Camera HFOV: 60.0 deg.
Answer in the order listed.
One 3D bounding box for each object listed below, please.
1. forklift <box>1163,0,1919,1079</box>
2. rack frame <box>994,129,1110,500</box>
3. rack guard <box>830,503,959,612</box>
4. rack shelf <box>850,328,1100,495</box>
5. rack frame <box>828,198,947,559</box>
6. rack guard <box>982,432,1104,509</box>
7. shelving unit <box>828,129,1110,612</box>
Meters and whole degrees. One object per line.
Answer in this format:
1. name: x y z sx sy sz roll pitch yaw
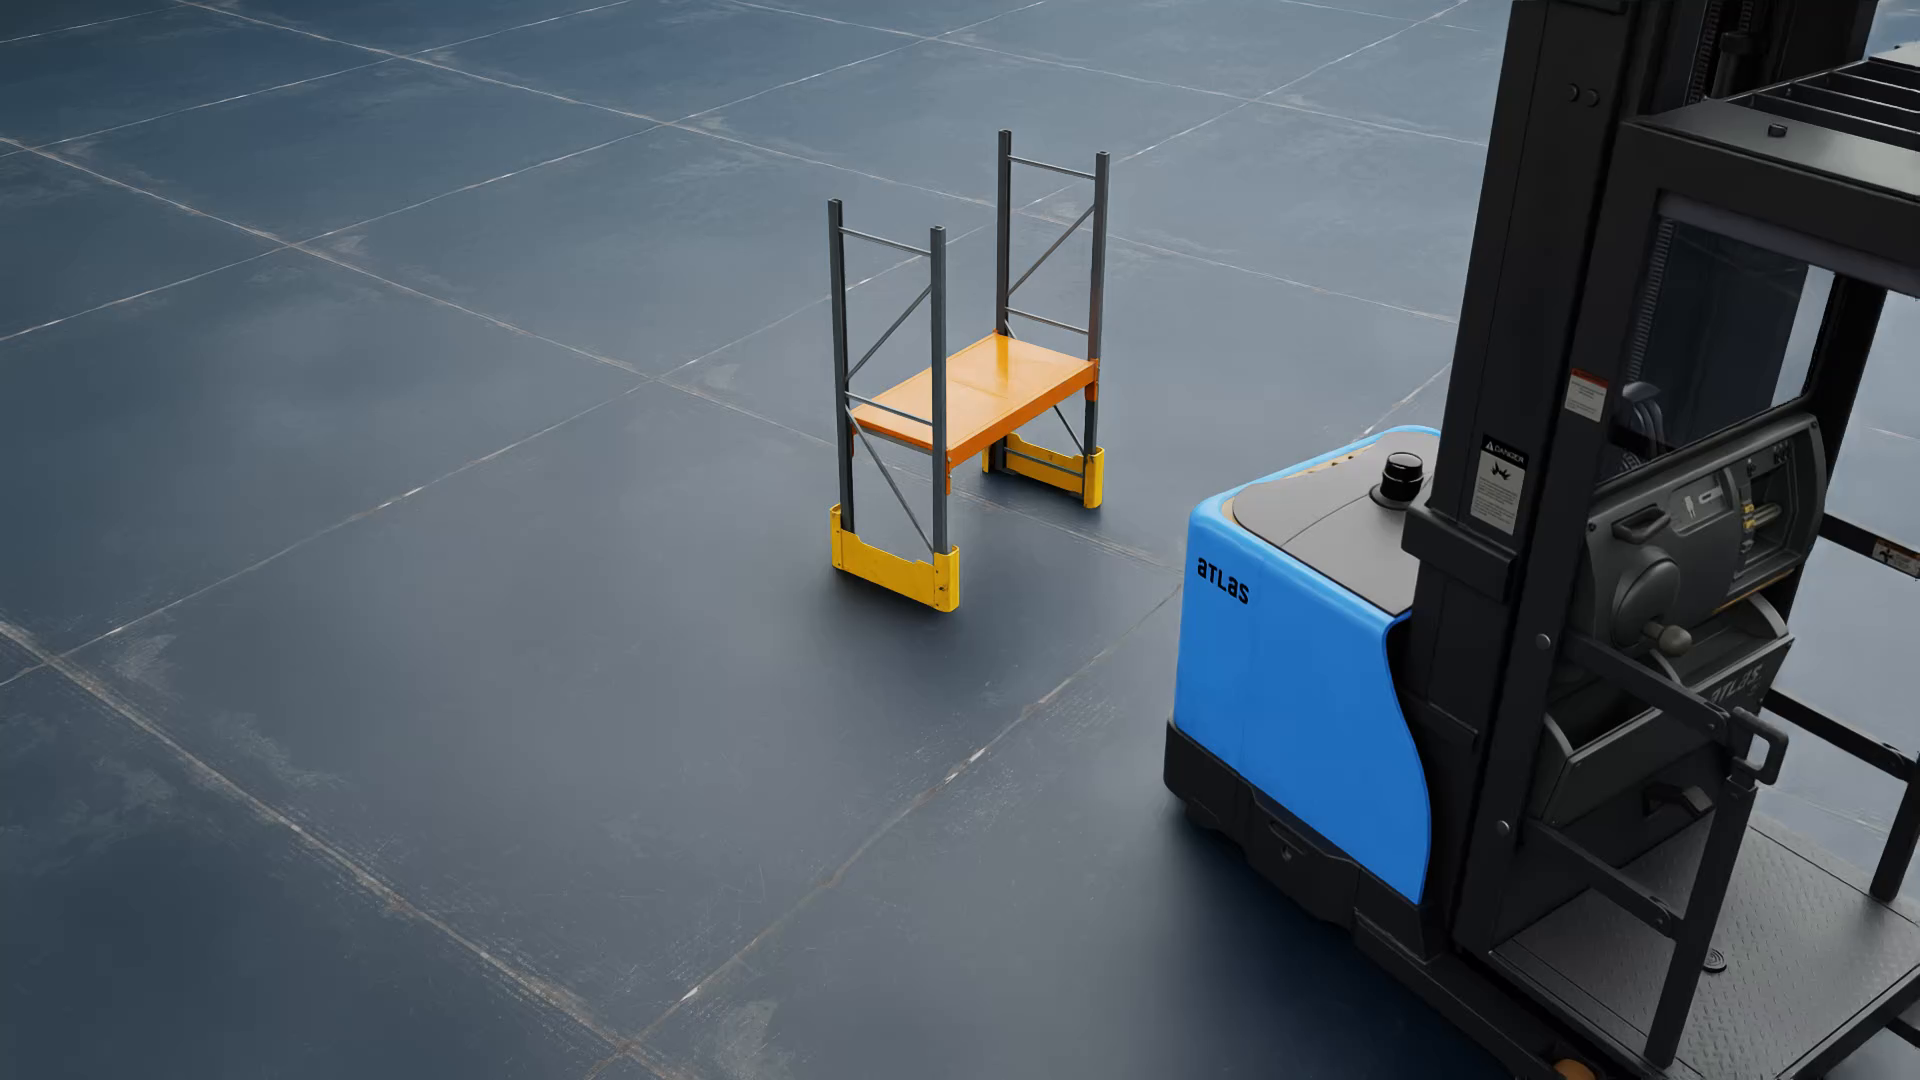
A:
1. forklift: 1.910 0.030 3.824 1.130 2.935 3.031 -20 36 -30
2. rack frame: 0.358 -0.887 6.775 0.500 1.500 0.032 21 37 31
3. rack guard: -0.255 0.064 6.397 0.587 0.250 0.087 21 37 31
4. rack shelf: 0.052 -0.525 6.518 0.538 0.185 1.000 21 37 31
5. rack frame: -0.255 -0.473 6.077 0.500 1.500 0.032 21 37 31
6. rack guard: 0.347 -0.341 7.080 0.587 0.250 0.087 21 37 31
7. shelving unit: 0.046 -0.676 6.420 0.587 1.500 1.083 21 37 31
